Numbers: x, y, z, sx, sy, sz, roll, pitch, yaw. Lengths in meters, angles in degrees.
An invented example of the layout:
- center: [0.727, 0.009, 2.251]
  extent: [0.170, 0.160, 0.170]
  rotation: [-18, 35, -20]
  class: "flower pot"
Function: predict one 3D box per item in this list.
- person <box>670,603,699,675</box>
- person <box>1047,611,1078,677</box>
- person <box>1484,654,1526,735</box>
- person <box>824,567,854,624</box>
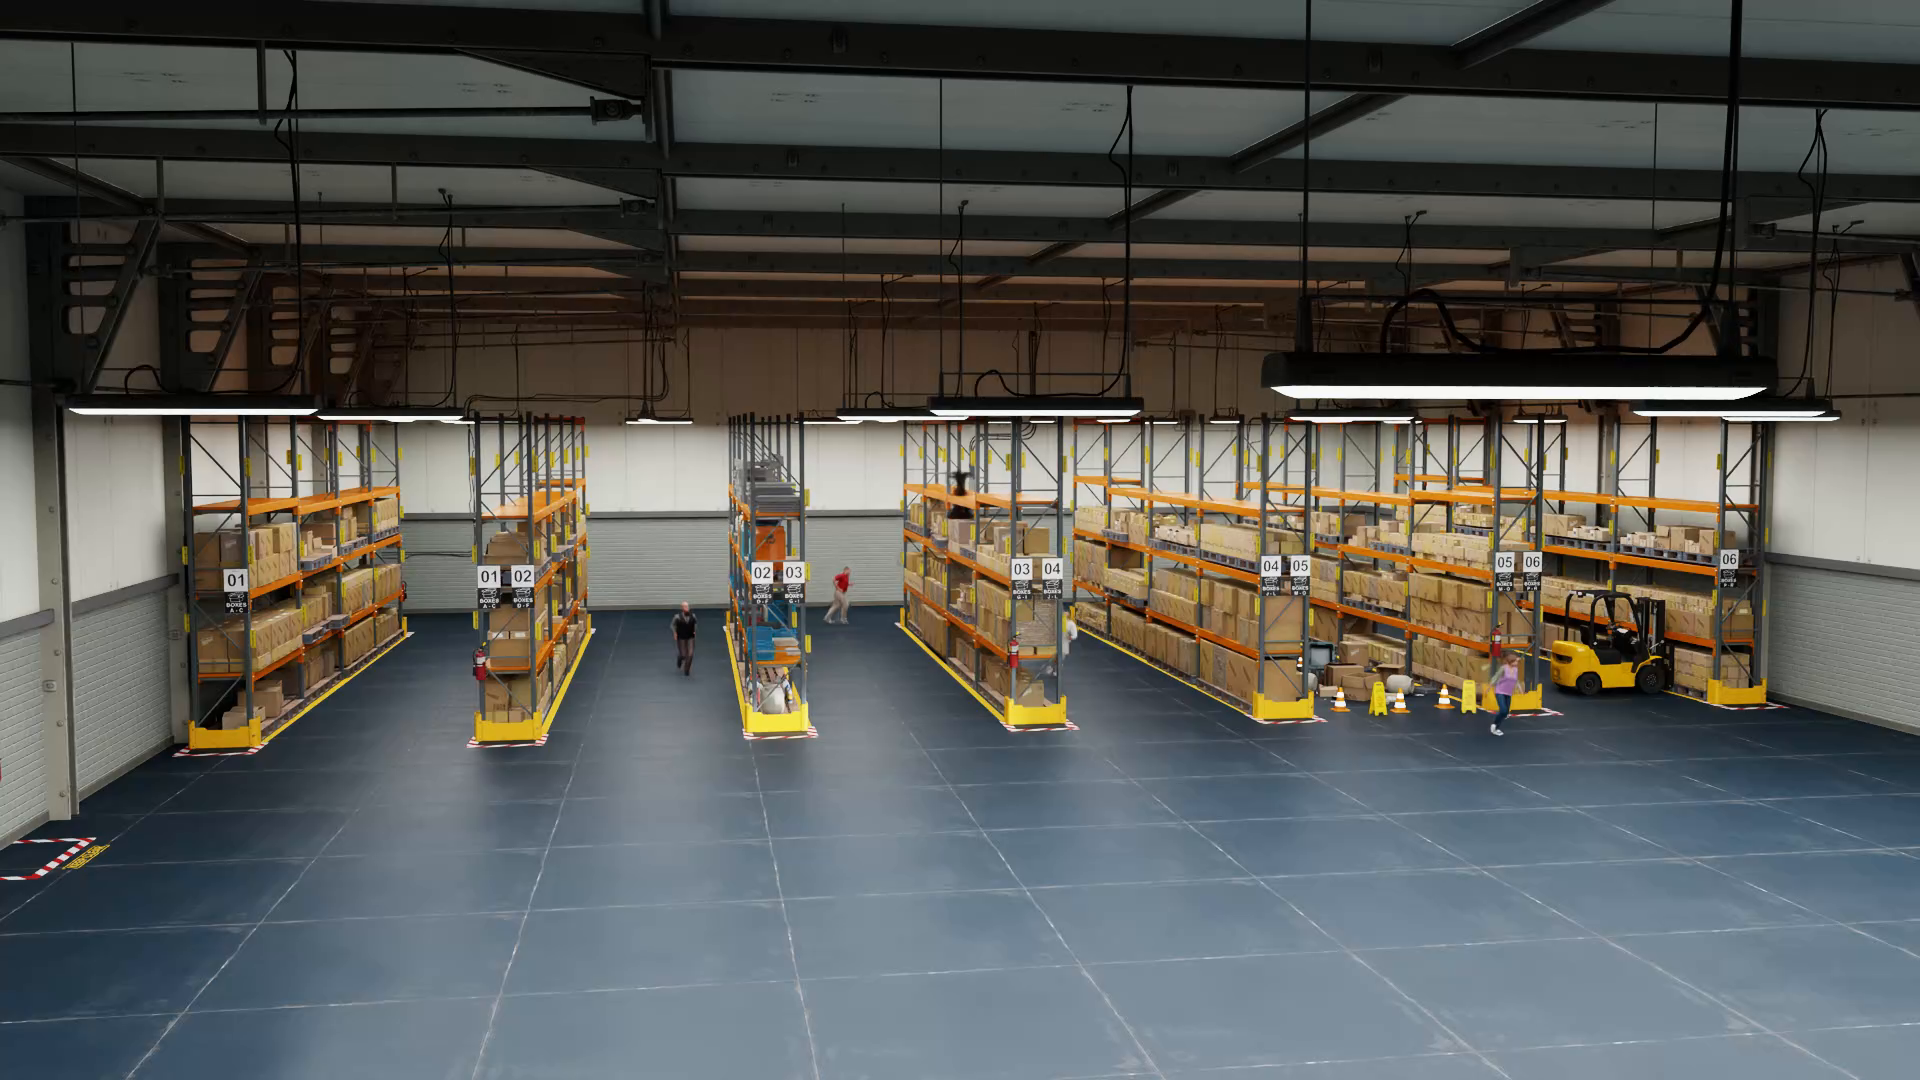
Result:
- center: [-6.379, 2.280, 38.565]
  extent: [0.674, 1.680, 0.622]
  rotation: [-2, 4, -22]
  class: "person"
- center: [2.292, 2.366, 37.802]
  extent: [0.716, 1.550, 1.075]
  rotation: [0, 4, -6]
  class: "person"
- center: [10.093, 2.859, 30.750]
  extent: [0.537, 1.545, 0.606]
  rotation: [-2, 4, -25]
  class: "person"
- center: [-3.510, 1.607, 48.596]
  extent: [0.877, 1.668, 0.655]
  rotation: [0, 4, 4]
  class: "person"
